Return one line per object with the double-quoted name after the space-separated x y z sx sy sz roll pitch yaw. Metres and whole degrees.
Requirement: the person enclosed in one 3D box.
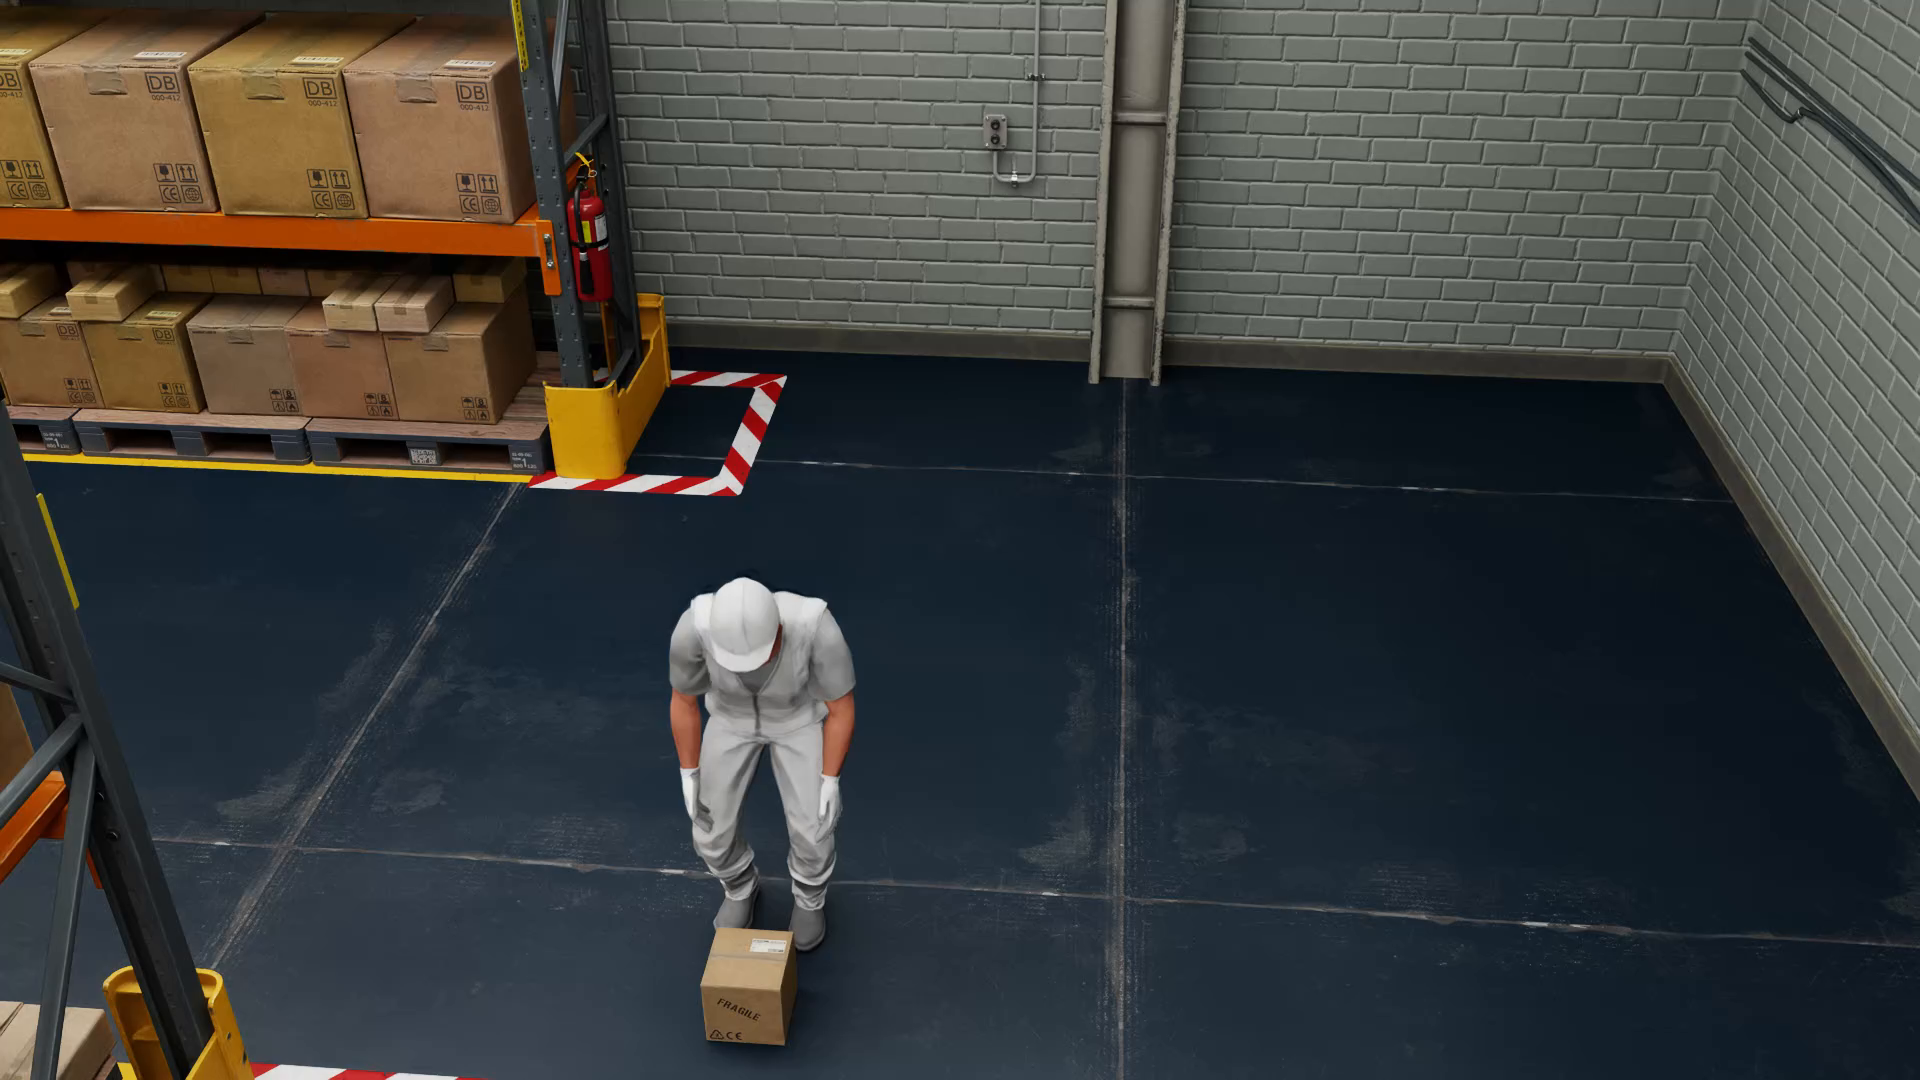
-0.603 0.666 5.283 0.579 1.528 0.690 3 32 4 "person"
